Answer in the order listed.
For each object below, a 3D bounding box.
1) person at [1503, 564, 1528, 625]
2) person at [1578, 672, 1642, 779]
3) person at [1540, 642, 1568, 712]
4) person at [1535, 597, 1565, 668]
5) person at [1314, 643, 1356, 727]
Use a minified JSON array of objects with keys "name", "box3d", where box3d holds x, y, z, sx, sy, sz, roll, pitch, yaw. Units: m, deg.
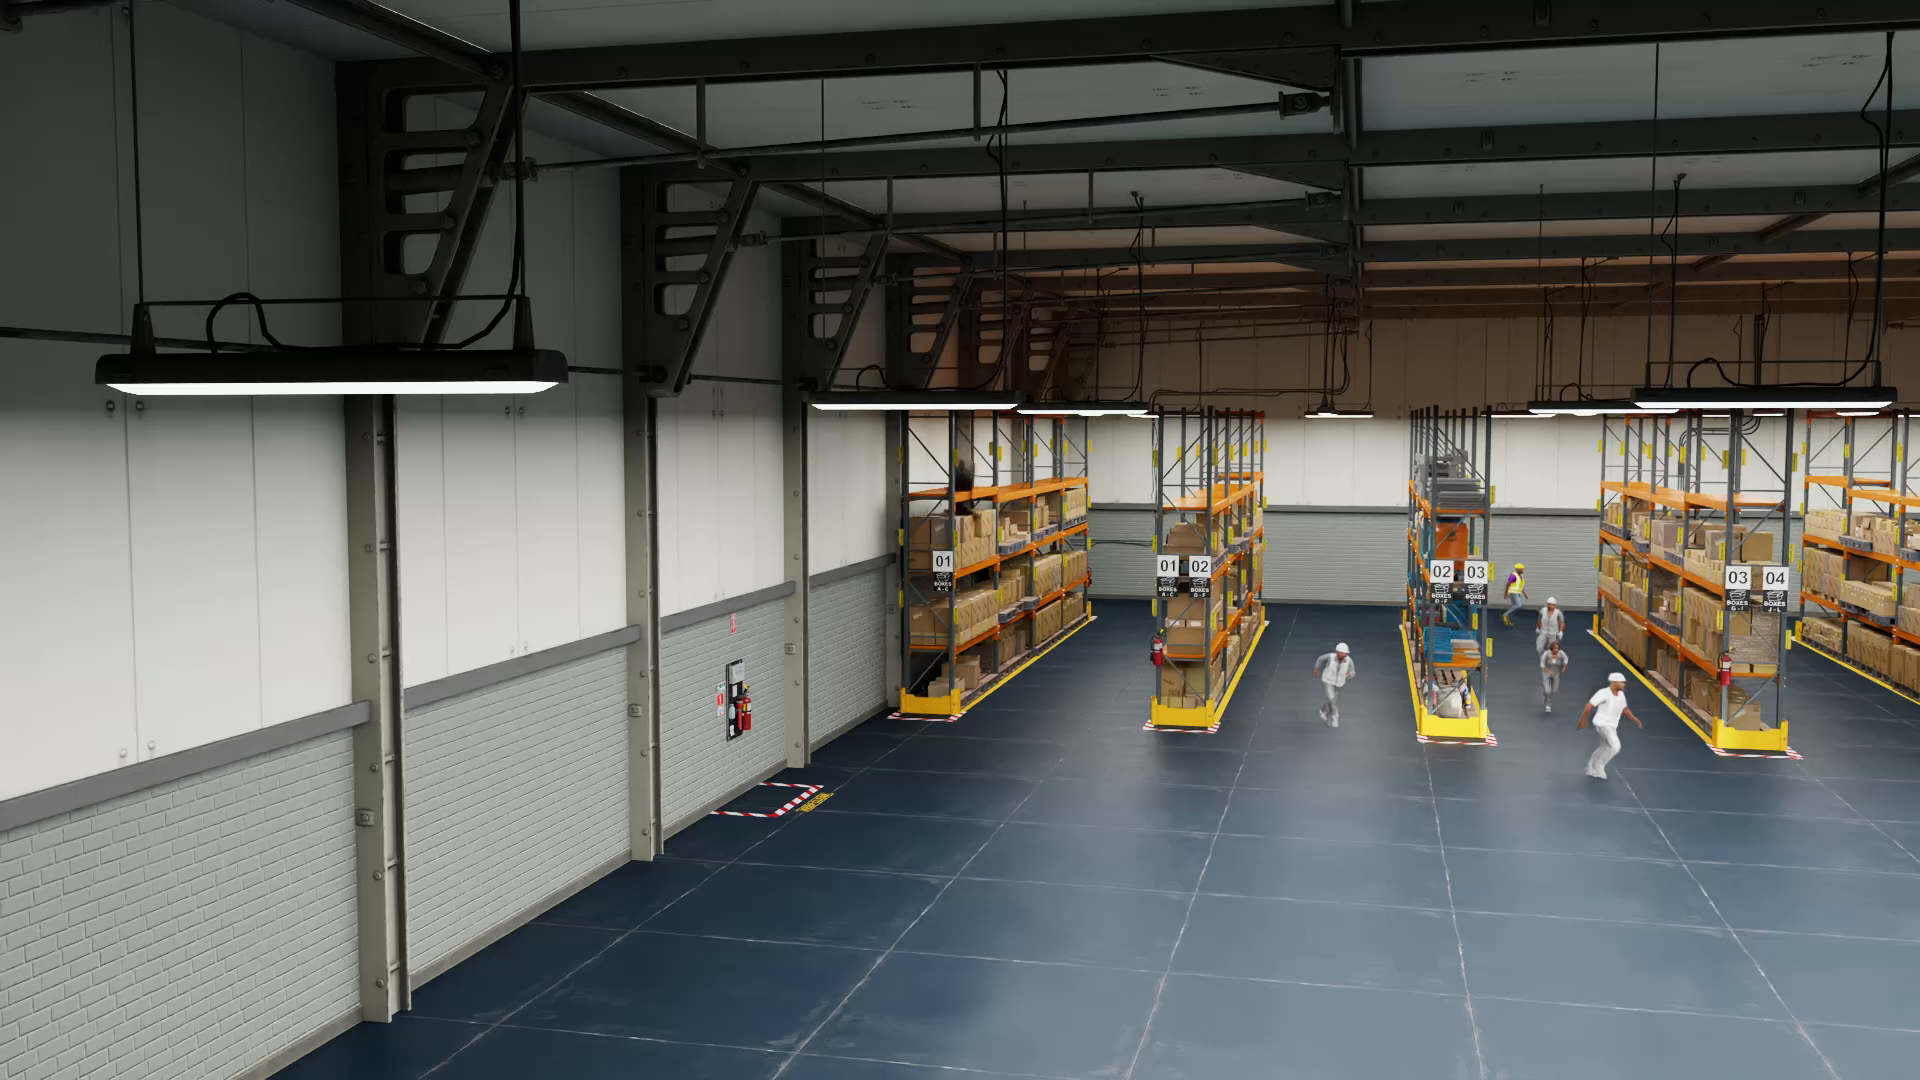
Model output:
[{"name":"person","box3d":[15.511,1.527,46.433,0.519,1.721,0.789,4,5,42]},{"name":"person","box3d":[10.358,2.954,26.452,0.680,1.702,0.822,-3,5,-39]},{"name":"person","box3d":[11.632,2.673,32.581,0.565,1.435,0.775,0,4,4]},{"name":"person","box3d":[13.366,2.119,37.720,0.676,1.681,0.677,2,5,27]},{"name":"person","box3d":[7.020,2.674,31.162,0.651,1.581,1.116,-1,4,-7]}]
